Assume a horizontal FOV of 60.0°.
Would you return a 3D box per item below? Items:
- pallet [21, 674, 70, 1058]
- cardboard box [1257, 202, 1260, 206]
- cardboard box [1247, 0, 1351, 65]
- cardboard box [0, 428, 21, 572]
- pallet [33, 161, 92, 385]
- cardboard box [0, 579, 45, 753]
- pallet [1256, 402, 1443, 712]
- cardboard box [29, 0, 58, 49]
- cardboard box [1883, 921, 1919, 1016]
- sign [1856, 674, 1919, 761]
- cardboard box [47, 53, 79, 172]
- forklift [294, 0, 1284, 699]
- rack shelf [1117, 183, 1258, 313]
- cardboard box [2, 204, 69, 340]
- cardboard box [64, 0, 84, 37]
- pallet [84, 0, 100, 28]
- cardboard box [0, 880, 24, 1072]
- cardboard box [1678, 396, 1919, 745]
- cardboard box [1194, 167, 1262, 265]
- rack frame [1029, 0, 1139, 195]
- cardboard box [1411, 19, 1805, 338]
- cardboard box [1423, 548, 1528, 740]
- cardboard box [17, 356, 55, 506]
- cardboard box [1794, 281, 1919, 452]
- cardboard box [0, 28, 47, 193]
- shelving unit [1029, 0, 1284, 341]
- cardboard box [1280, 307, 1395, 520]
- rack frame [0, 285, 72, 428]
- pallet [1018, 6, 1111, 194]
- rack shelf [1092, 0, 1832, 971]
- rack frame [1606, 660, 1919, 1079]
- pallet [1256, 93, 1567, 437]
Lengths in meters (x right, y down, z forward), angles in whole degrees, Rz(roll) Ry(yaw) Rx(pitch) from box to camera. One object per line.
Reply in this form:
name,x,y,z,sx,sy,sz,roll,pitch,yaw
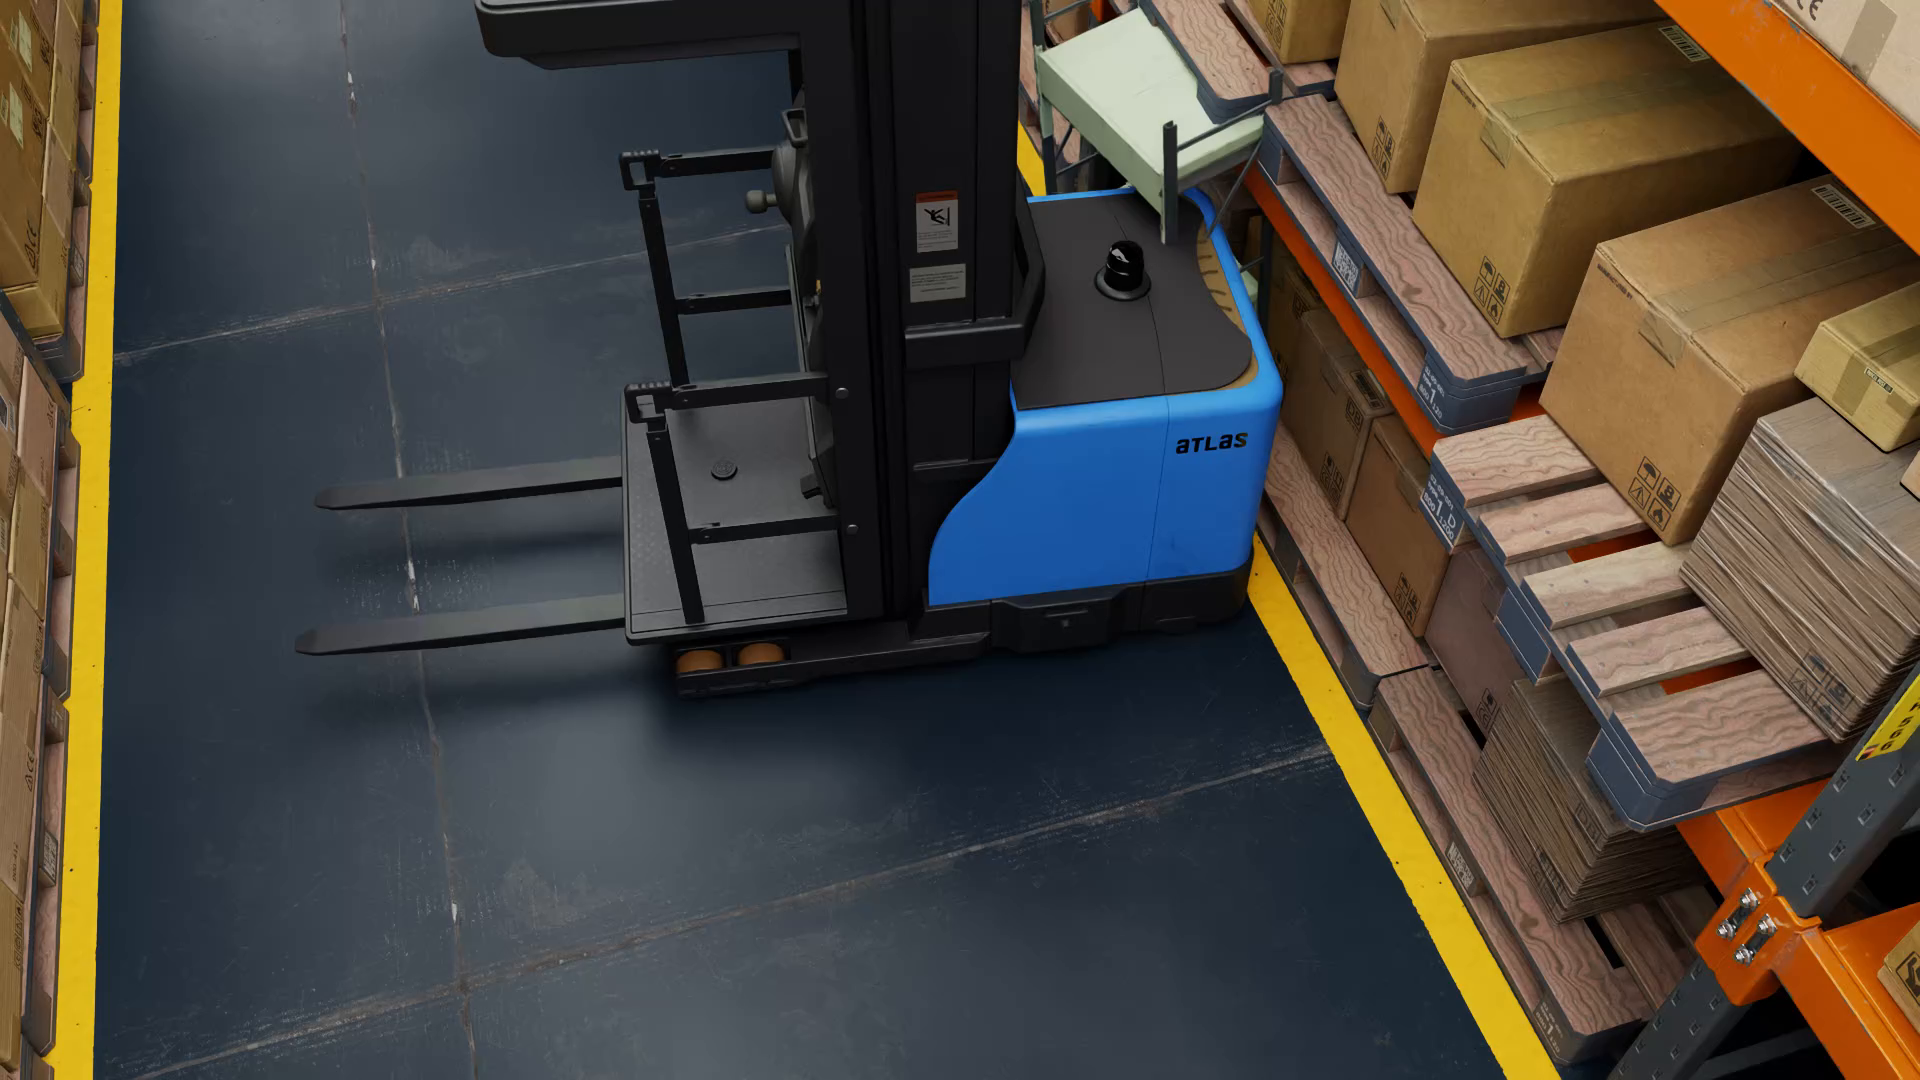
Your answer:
pallet,-3.135,1.018,4.754,1.003,0.211,1.213,-13,51,-11
cardboard box,1.343,-1.149,5.613,0.500,0.250,0.500,-14,51,-12
cardboard box,1.253,-1.811,4.961,0.700,0.500,0.500,-9,50,-7
cardboard box,-3.201,-0.123,5.049,0.500,0.311,0.500,-12,51,-10
pallet,-3.950,-0.995,6.450,1.003,0.211,1.213,-13,51,-11
cardboard box,-3.055,0.428,4.951,0.500,0.250,0.500,-12,51,-10
pallet,1.572,-0.066,5.668,1.003,0.211,1.213,-13,51,-11
cardboard box,-4.038,-2.299,6.759,0.500,0.500,0.500,-13,51,-11
cardboard box,2.058,0.774,2.863,0.500,0.500,0.500,-12,51,-10
sign,1.644,0.277,2.849,0.100,0.325,0.005,-13,51,-11
cardboard box,-3.888,-1.692,6.738,0.500,0.250,0.500,-13,51,-11
forklift,-0.619,-0.875,4.571,3.031,2.935,1.130,-6,50,-5
rack shelf,0.685,-0.887,5.800,0.431,0.370,0.720,-28,56,-12
cardboard box,-3.602,-0.960,6.121,0.500,0.250,0.500,-13,51,-11
cardboard box,-4.188,-2.422,7.353,0.500,0.250,0.500,-13,51,-11
pallet,-4.671,-2.777,7.953,1.003,0.211,1.213,-13,51,-11
cardboard box,-2.755,1.175,4.321,0.500,0.250,0.500,-15,51,-12
cardboard box,2.011,-0.019,3.451,0.700,0.500,0.500,-19,52,-15
cardboard box,1.210,-1.228,6.171,0.700,0.500,0.500,-12,51,-10
rack frame,0.468,-1.321,5.735,0.400,1.500,0.023,-28,56,-12
cardboard box,1.621,-0.924,4.214,0.700,0.500,0.500,-13,51,-11
cardboard box,1.855,0.243,4.931,0.700,0.500,0.500,-13,51,-11
cardboard box,-3.355,-0.315,5.577,0.500,0.250,0.500,-14,51,-11
cardboard box,1.919,-0.364,3.318,0.380,0.149,0.250,-21,53,-17
cardboard box,-3.748,-1.567,6.142,0.500,0.500,0.500,-13,51,-11
shelving unit,0.649,-1.074,5.536,0.431,1.500,0.755,-28,56,-12
cardboard box,1.523,-0.480,5.540,0.700,0.500,0.500,-13,51,-11
rack frame,-3.755,-1.303,4.887,1.000,3.000,0.127,-13,51,-11
pallet,0.744,-2.010,7.306,1.003,0.211,1.213,-13,51,-11
rack shelf,1.568,-0.733,4.877,1.077,0.370,4.000,-13,51,-11
rack frame,2.159,0.496,3.370,1.000,3.000,0.127,-13,51,-11
pallet,1.535,-0.879,4.655,1.003,0.211,1.213,-13,51,-11
